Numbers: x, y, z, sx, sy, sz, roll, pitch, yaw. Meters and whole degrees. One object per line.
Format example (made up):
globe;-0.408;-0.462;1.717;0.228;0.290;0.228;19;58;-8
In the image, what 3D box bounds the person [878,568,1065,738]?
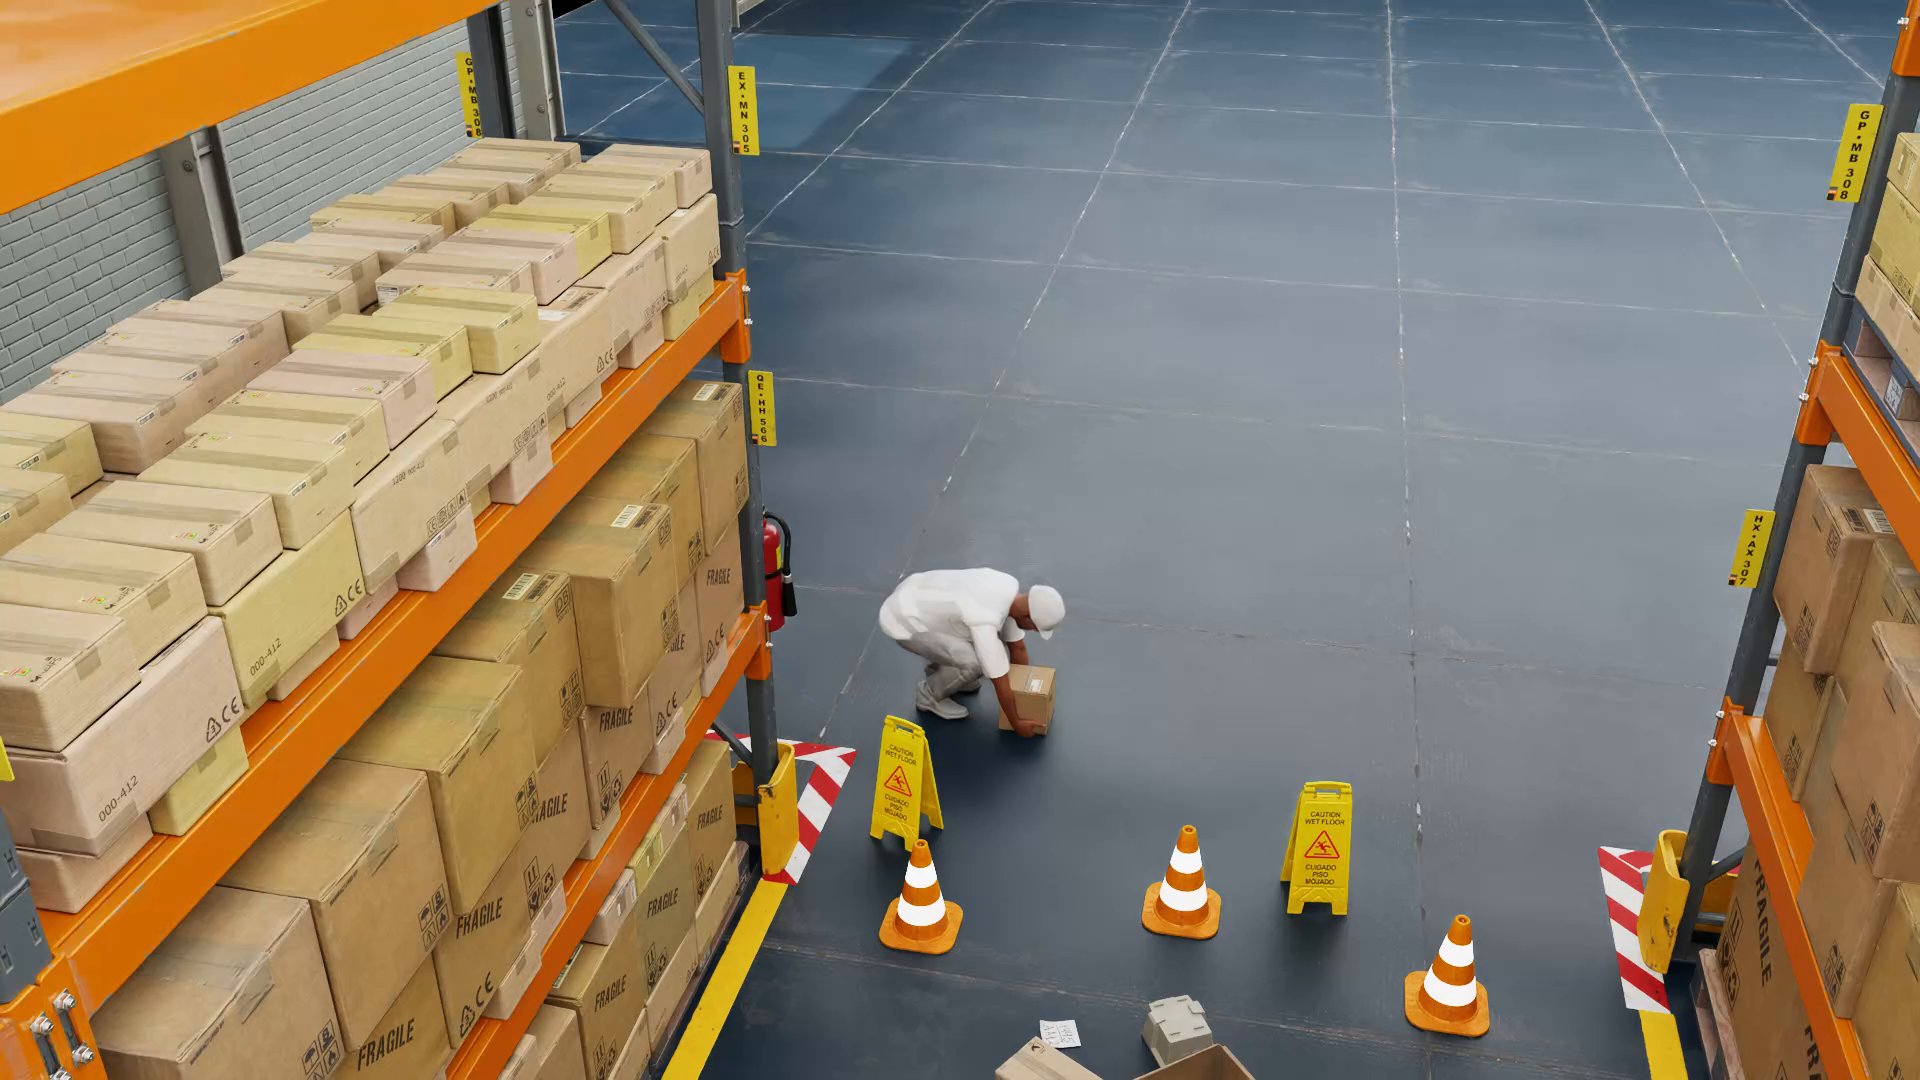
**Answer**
person;0.073;0.530;8.670;0.964;0.804;0.524;11;31;20
